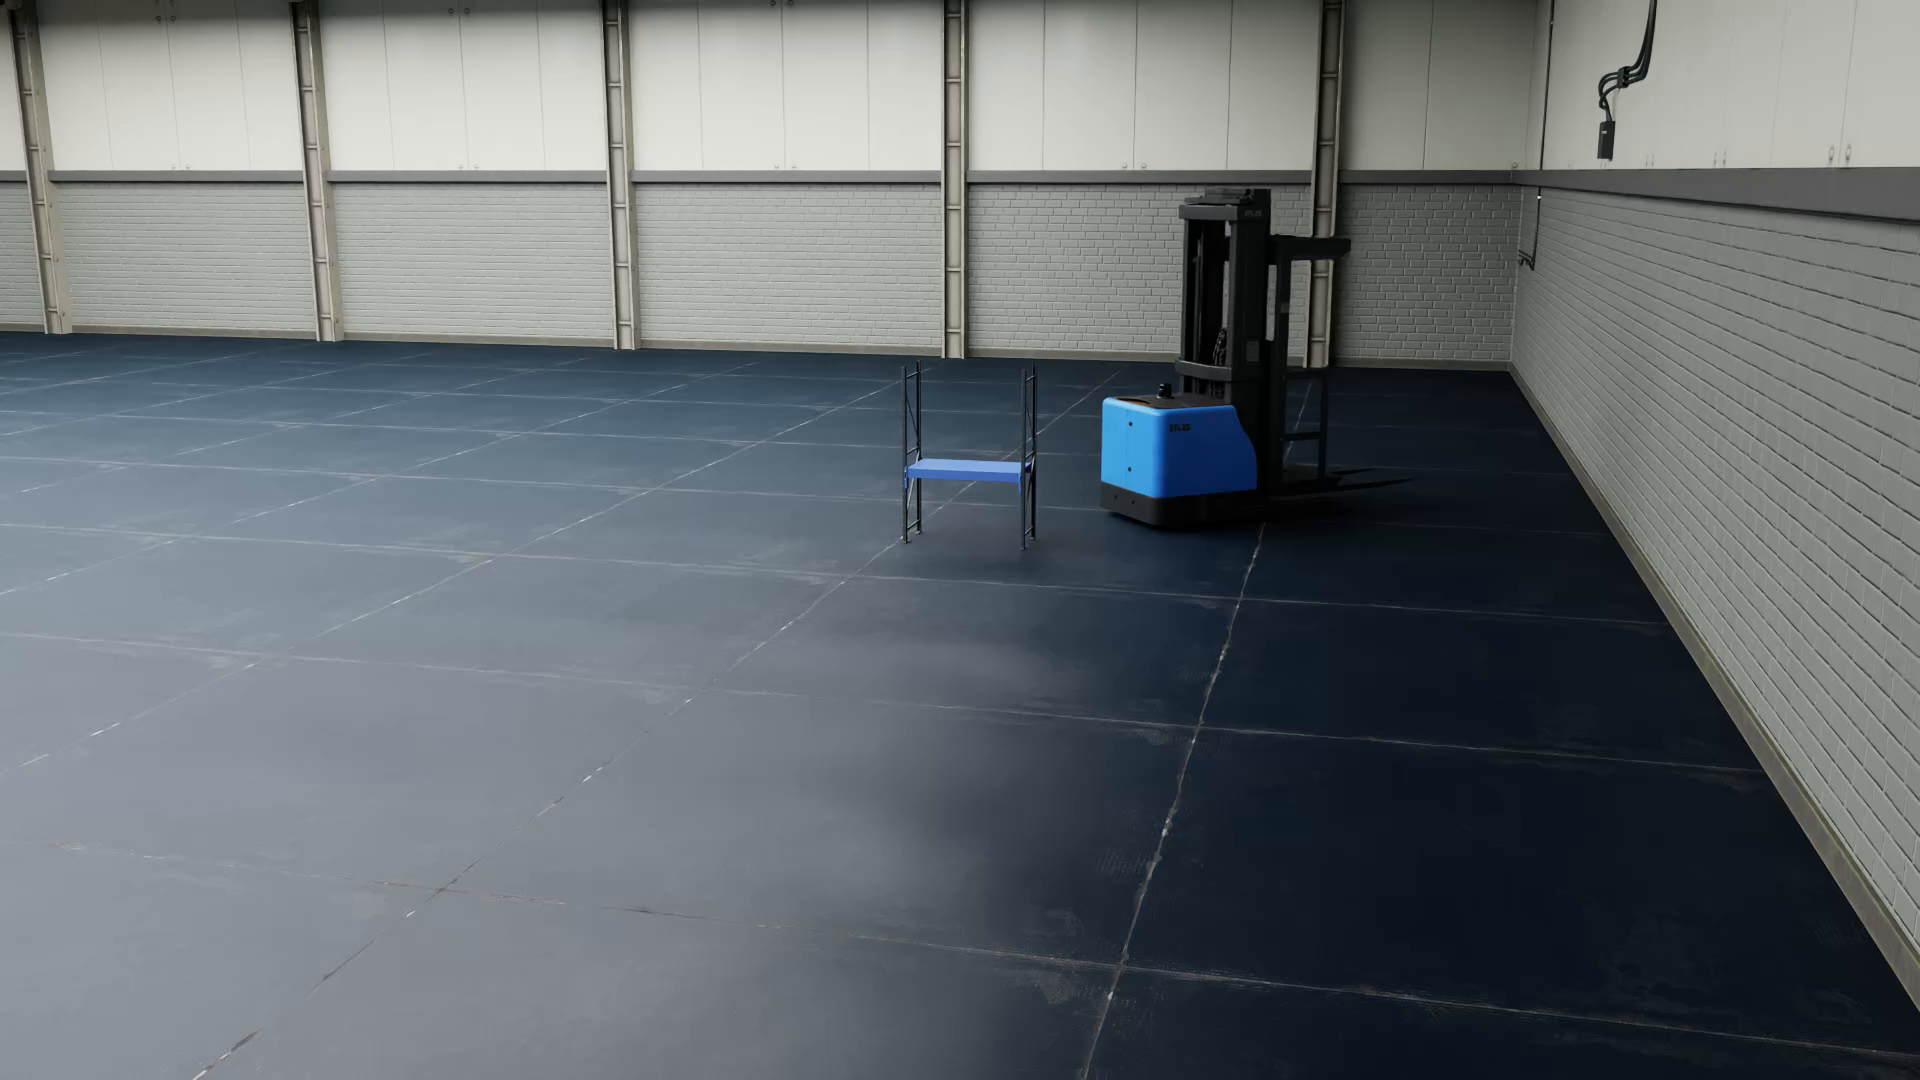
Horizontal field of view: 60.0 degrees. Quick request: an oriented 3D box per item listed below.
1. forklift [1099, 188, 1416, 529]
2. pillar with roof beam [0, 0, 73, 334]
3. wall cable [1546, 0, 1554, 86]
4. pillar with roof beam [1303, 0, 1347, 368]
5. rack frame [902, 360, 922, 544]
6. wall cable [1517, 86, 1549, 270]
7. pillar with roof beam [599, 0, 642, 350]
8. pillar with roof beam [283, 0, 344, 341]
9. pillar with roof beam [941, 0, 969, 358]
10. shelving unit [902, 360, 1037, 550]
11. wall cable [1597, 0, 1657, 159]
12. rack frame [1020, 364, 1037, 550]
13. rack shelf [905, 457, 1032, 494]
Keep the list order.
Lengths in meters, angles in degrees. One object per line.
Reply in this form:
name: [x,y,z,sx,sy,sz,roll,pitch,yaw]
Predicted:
forklift: [2.841,-1.724,15.239,3.031,2.935,1.130,-6,14,-25]
pillar with roof beam: [-18.591,-7.523,27.368,0.548,9.000,9.100,3,13,14]
wall cable: [7.637,-7.133,21.117,0.112,2.526,3.097,3,13,14]
pillar with roof beam: [4.710,-6.278,21.754,0.400,9.000,9.100,3,13,14]
rack frame: [-0.411,-0.754,14.170,0.032,1.500,0.500,3,13,14]
wall cable: [8.285,-5.236,24.229,0.112,2.526,3.097,3,13,14]
pillar with roof beam: [-6.940,-6.901,24.561,0.400,9.000,9.100,3,13,14]
pillar with roof beam: [-12.766,-7.212,25.965,0.548,9.000,9.100,3,13,14]
pillar with roof beam: [-1.115,-6.589,23.158,0.400,9.000,9.100,3,13,14]
shelving unit: [0.083,-0.728,14.051,1.048,1.500,0.538,3,13,14]
wall cable: [5.995,-6.417,14.530,0.169,6.003,2.305,3,13,14]
rack frame: [0.576,-0.701,13.932,0.032,1.500,0.500,3,13,14]
rack shelf: [0.083,-0.552,14.090,1.000,0.185,0.538,3,13,14]
